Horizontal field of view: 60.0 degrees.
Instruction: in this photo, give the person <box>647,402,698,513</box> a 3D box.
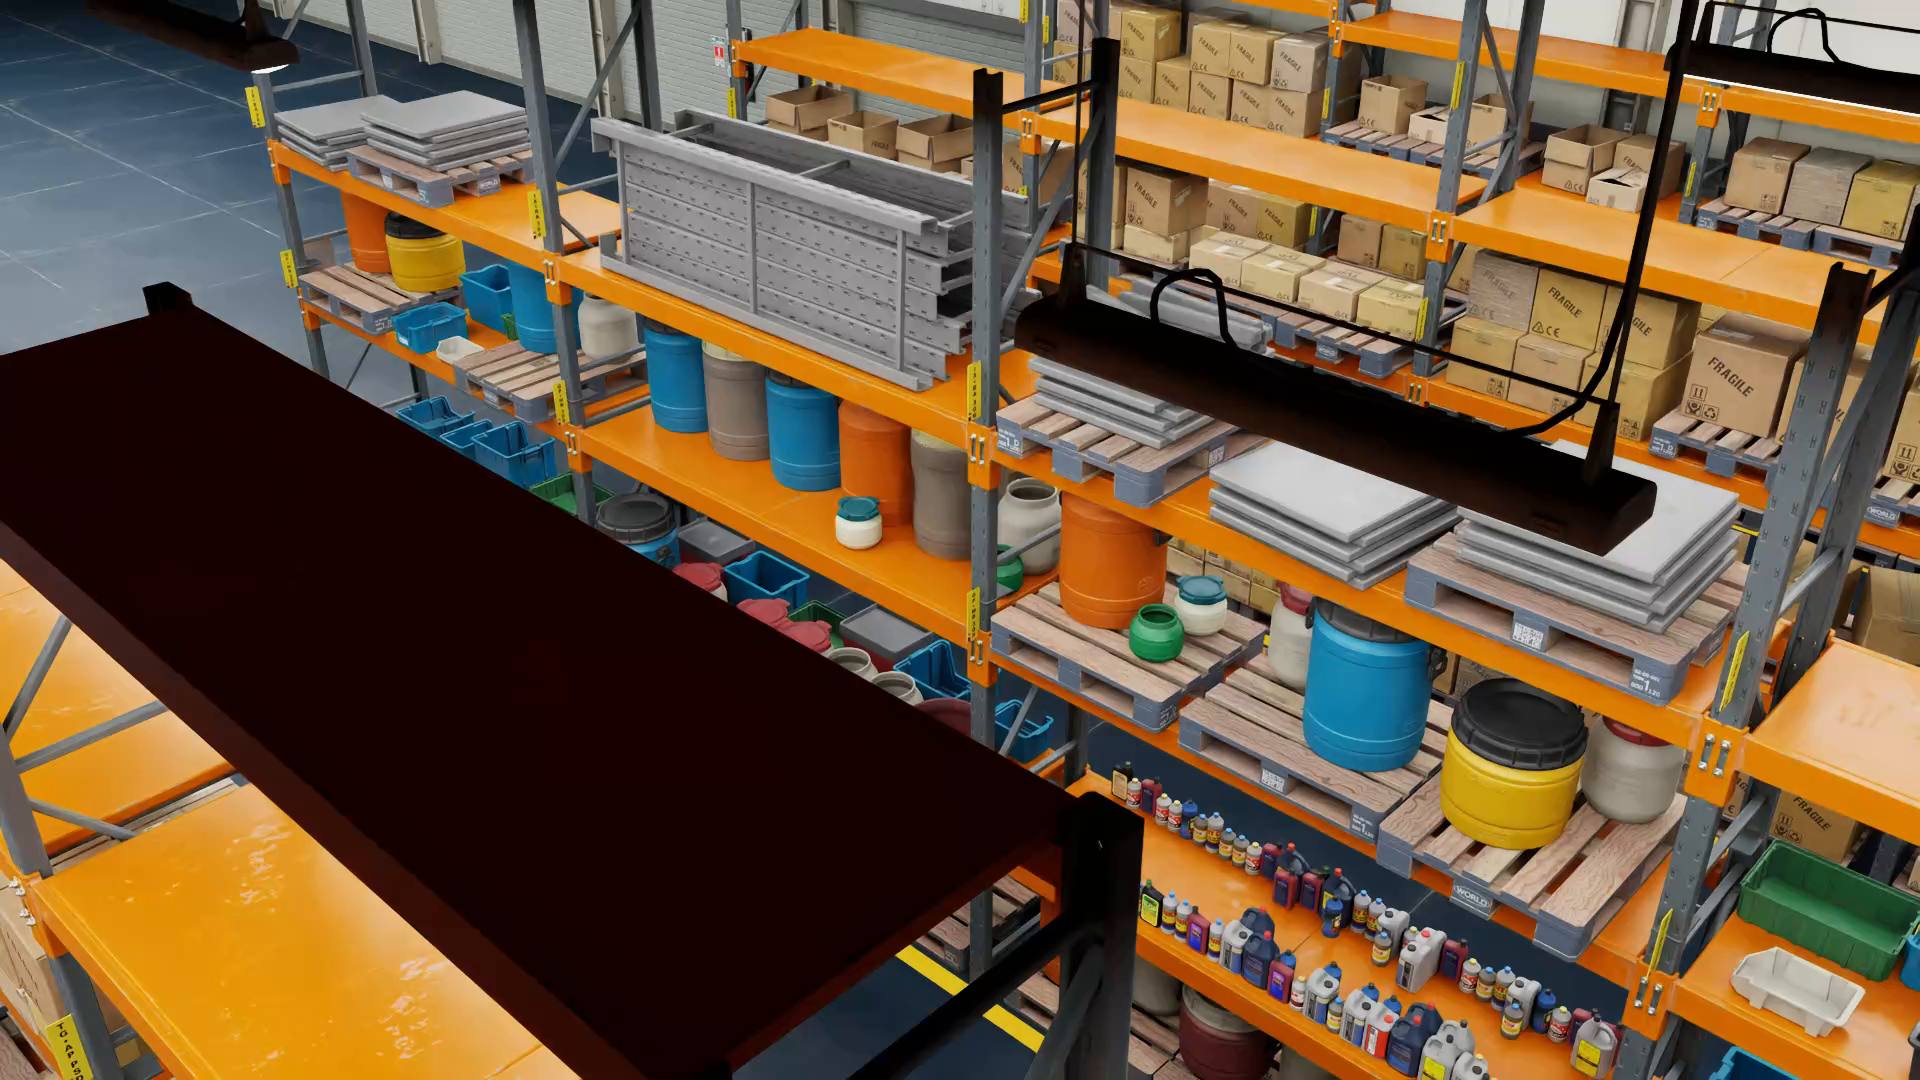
[{"bbox_3d":[-2.861,-0.802,16.034,0.673,1.583,0.522,8,30,14],"label":"person"}]
